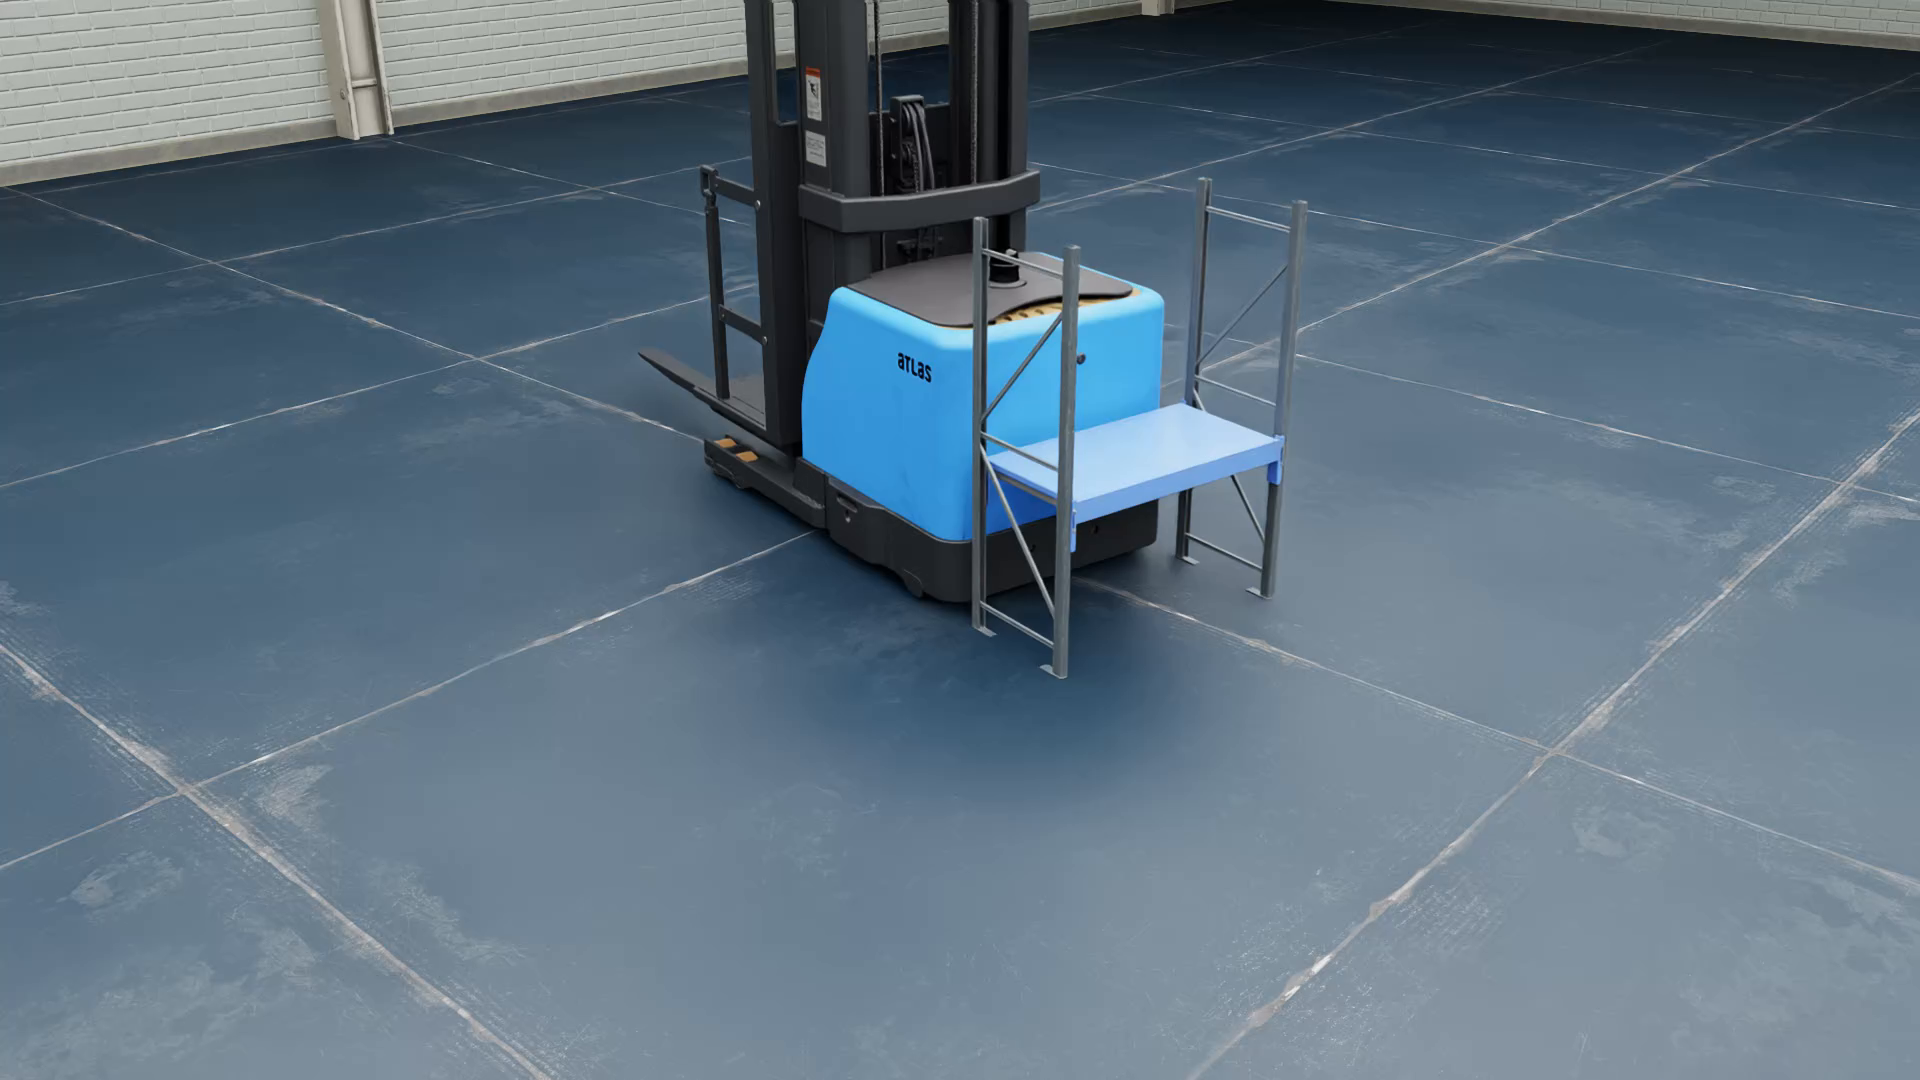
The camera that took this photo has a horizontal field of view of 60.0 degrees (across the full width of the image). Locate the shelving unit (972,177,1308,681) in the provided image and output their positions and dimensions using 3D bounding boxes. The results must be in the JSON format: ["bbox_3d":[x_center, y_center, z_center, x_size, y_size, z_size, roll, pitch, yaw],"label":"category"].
[{"bbox_3d":[0.611,-0.414,5.840,1.048,1.500,0.538,-17,29,-33],"label":"shelving unit"}]

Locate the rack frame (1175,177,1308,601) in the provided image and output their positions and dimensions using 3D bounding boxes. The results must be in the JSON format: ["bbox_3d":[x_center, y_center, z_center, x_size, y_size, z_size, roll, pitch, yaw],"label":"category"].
[{"bbox_3d":[1.017,-0.539,6.119,0.032,1.500,0.500,-17,29,-33],"label":"rack frame"}]

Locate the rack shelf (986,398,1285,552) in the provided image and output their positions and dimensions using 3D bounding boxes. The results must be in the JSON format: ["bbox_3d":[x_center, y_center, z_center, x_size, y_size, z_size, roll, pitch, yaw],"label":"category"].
[{"bbox_3d":[0.611,-0.250,5.913,1.000,0.185,0.538,-17,29,-33],"label":"rack shelf"}]

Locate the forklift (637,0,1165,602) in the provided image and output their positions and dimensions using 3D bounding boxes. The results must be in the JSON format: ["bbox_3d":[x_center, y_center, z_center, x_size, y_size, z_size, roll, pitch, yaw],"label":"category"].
[{"bbox_3d":[-0.476,-1.657,6.864,1.130,2.935,3.031,-16,29,-32],"label":"forklift"}]

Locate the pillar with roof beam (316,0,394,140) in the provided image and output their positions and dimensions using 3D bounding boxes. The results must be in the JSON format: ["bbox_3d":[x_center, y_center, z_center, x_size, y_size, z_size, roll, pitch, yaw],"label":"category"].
[{"bbox_3d":[-2.085,-6.539,10.336,9.100,9.000,0.400,20,31,38],"label":"pillar with roof beam"}]

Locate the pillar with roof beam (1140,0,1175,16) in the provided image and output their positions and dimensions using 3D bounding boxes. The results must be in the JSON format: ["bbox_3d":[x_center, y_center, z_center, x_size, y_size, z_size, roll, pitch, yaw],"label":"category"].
[{"bbox_3d":[5.924,-10.195,18.490,9.100,9.000,0.400,20,31,38],"label":"pillar with roof beam"}]

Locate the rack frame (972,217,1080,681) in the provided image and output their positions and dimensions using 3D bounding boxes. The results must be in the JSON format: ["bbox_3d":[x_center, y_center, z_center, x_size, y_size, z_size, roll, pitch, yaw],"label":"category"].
[{"bbox_3d":[0.205,-0.289,5.561,0.032,1.500,0.500,-17,29,-33],"label":"rack frame"}]
